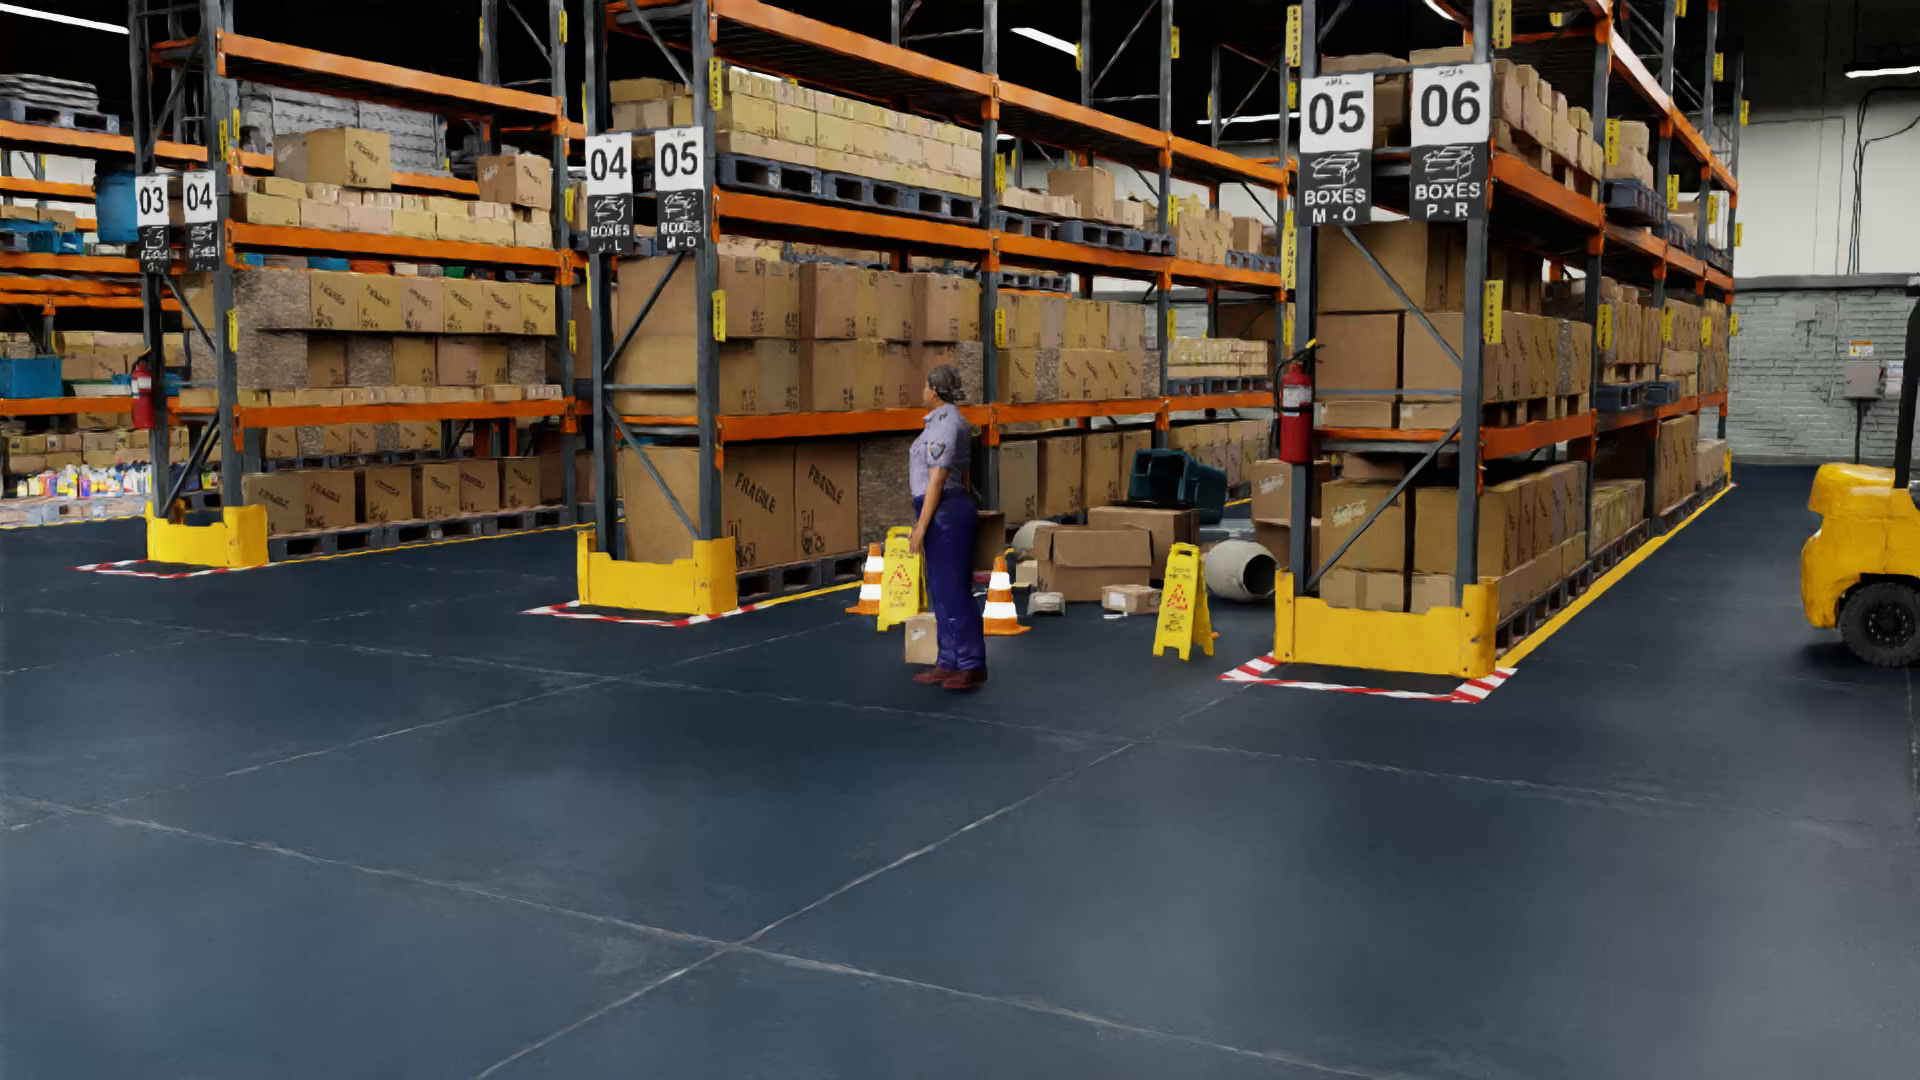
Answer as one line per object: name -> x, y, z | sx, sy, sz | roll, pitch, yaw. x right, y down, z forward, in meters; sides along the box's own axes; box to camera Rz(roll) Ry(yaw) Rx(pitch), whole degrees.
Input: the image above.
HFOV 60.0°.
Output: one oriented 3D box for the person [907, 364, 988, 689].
person -> -0.057, -0.063, 8.511 | 0.407, 1.657, 0.494 | 1, 6, 5
